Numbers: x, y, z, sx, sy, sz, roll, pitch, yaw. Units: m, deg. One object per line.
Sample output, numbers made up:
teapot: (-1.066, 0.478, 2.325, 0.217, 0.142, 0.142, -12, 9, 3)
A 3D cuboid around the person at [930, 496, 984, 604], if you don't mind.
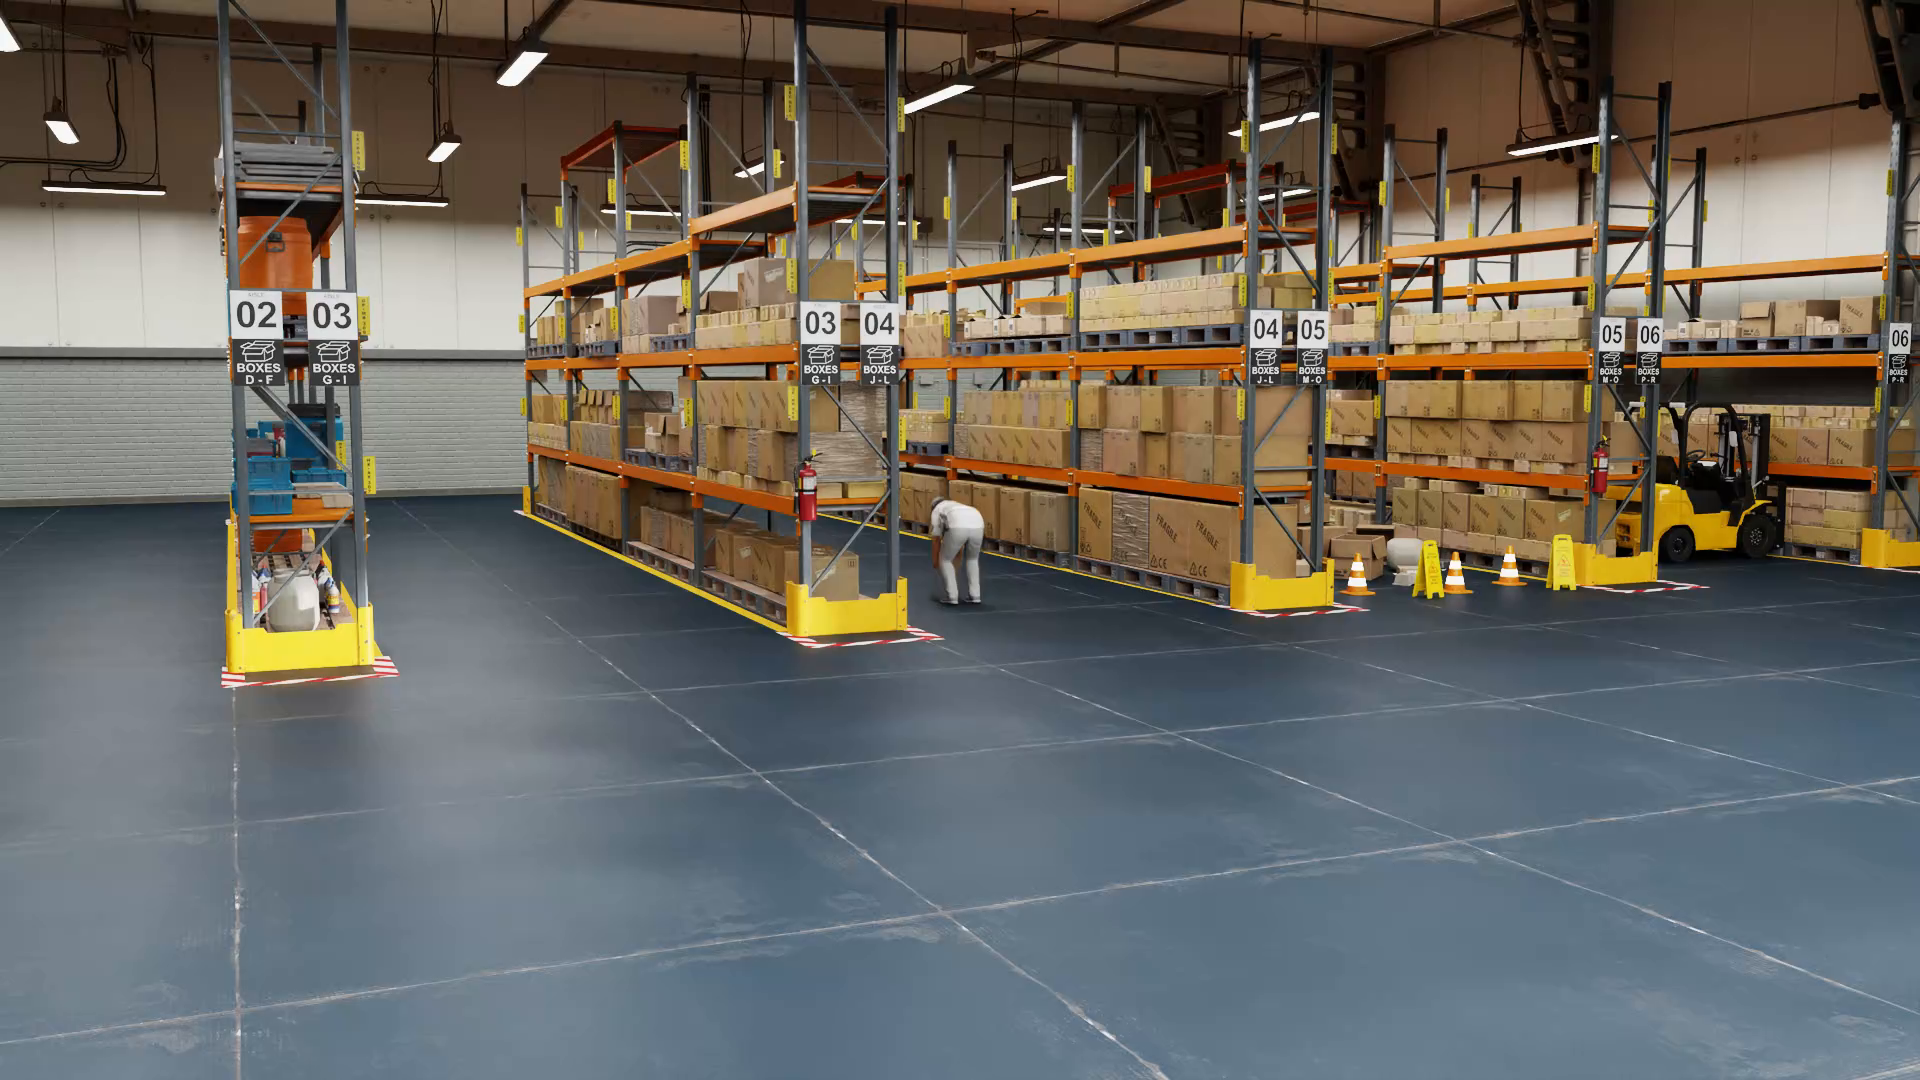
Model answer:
person: (-0.074, 0.111, 18.541, 0.466, 1.153, 0.935, -3, 6, -25)
